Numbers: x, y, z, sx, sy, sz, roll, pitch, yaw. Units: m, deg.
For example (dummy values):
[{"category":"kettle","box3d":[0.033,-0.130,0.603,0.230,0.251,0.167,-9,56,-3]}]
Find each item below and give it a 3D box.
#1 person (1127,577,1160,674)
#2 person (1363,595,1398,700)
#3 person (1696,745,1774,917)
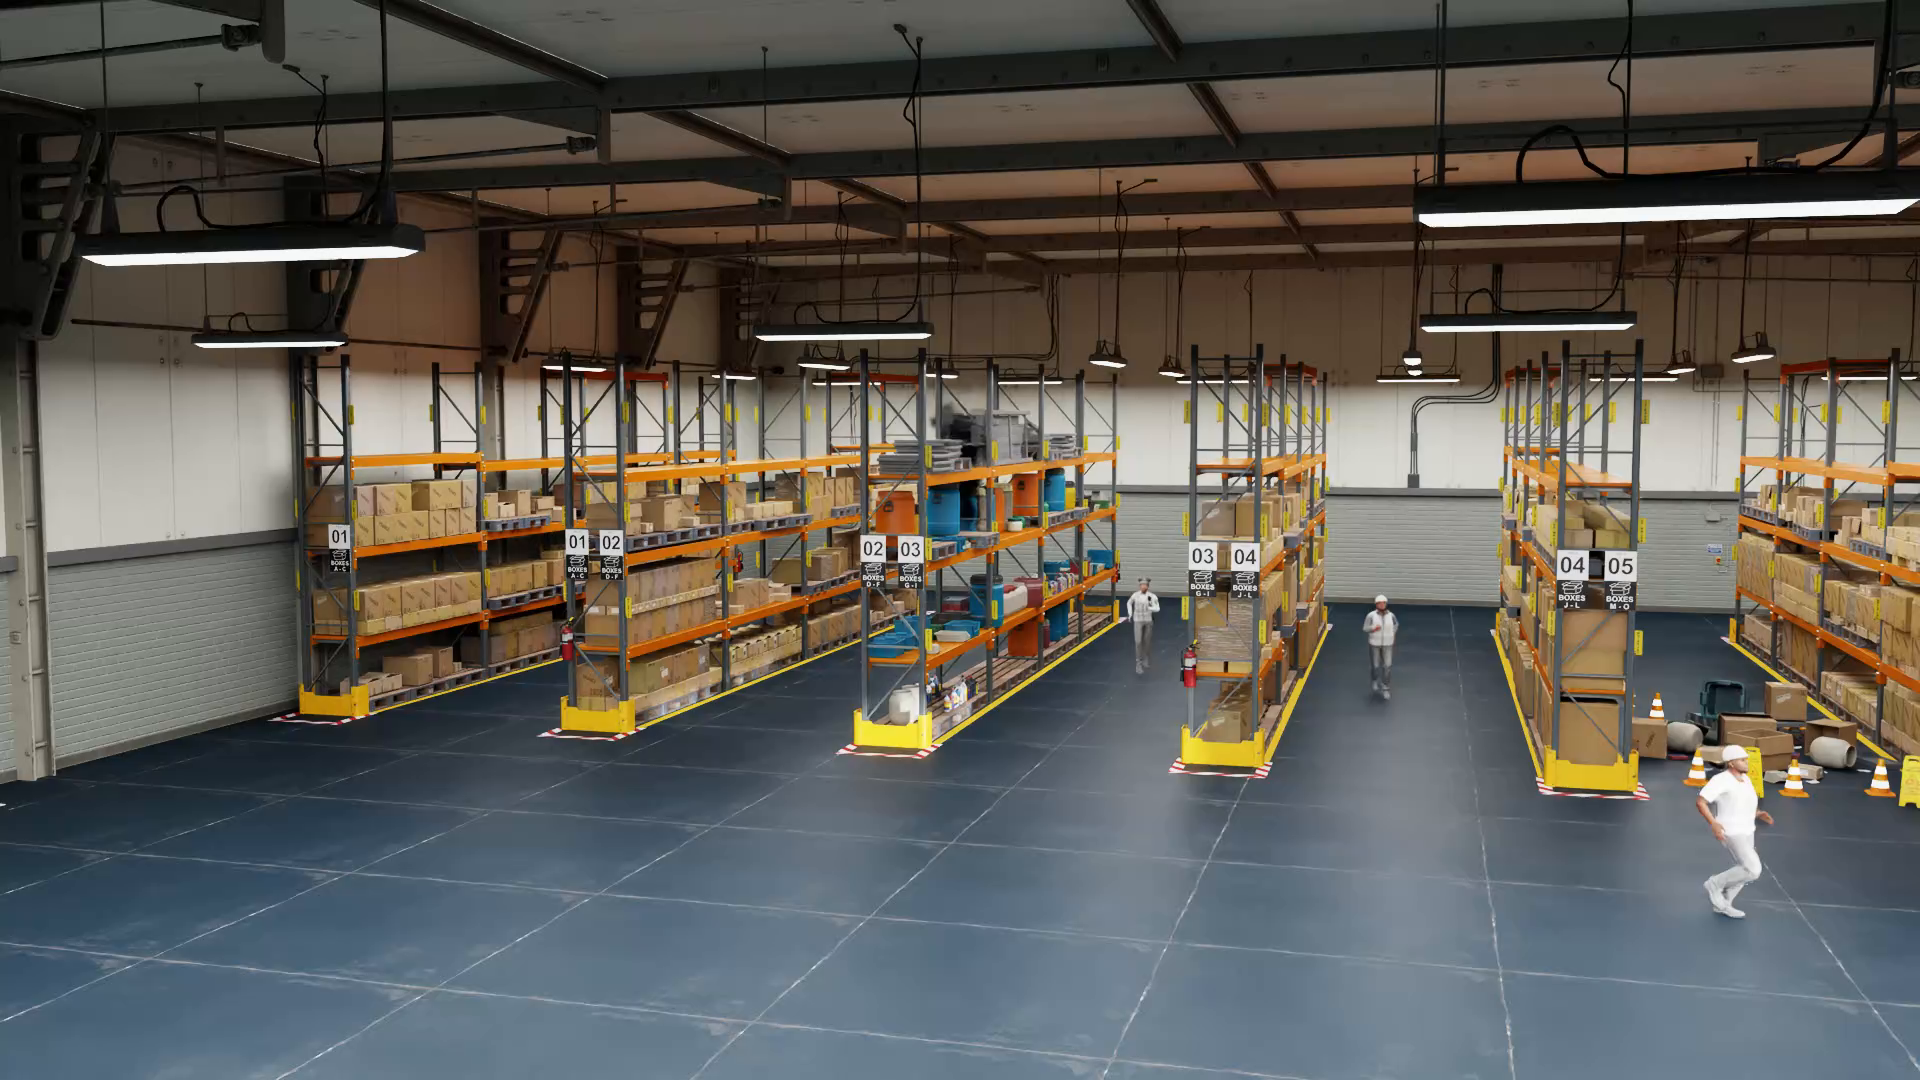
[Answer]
[{"category":"person","box3d":[3.388,1.553,30.710,0.593,1.735,0.797,0,4,4]},{"category":"person","box3d":[7.492,1.881,29.593,0.650,1.805,0.826,1,4,7]},{"category":"person","box3d":[7.745,2.902,16.525,0.706,1.720,0.575,-3,5,-39]}]
